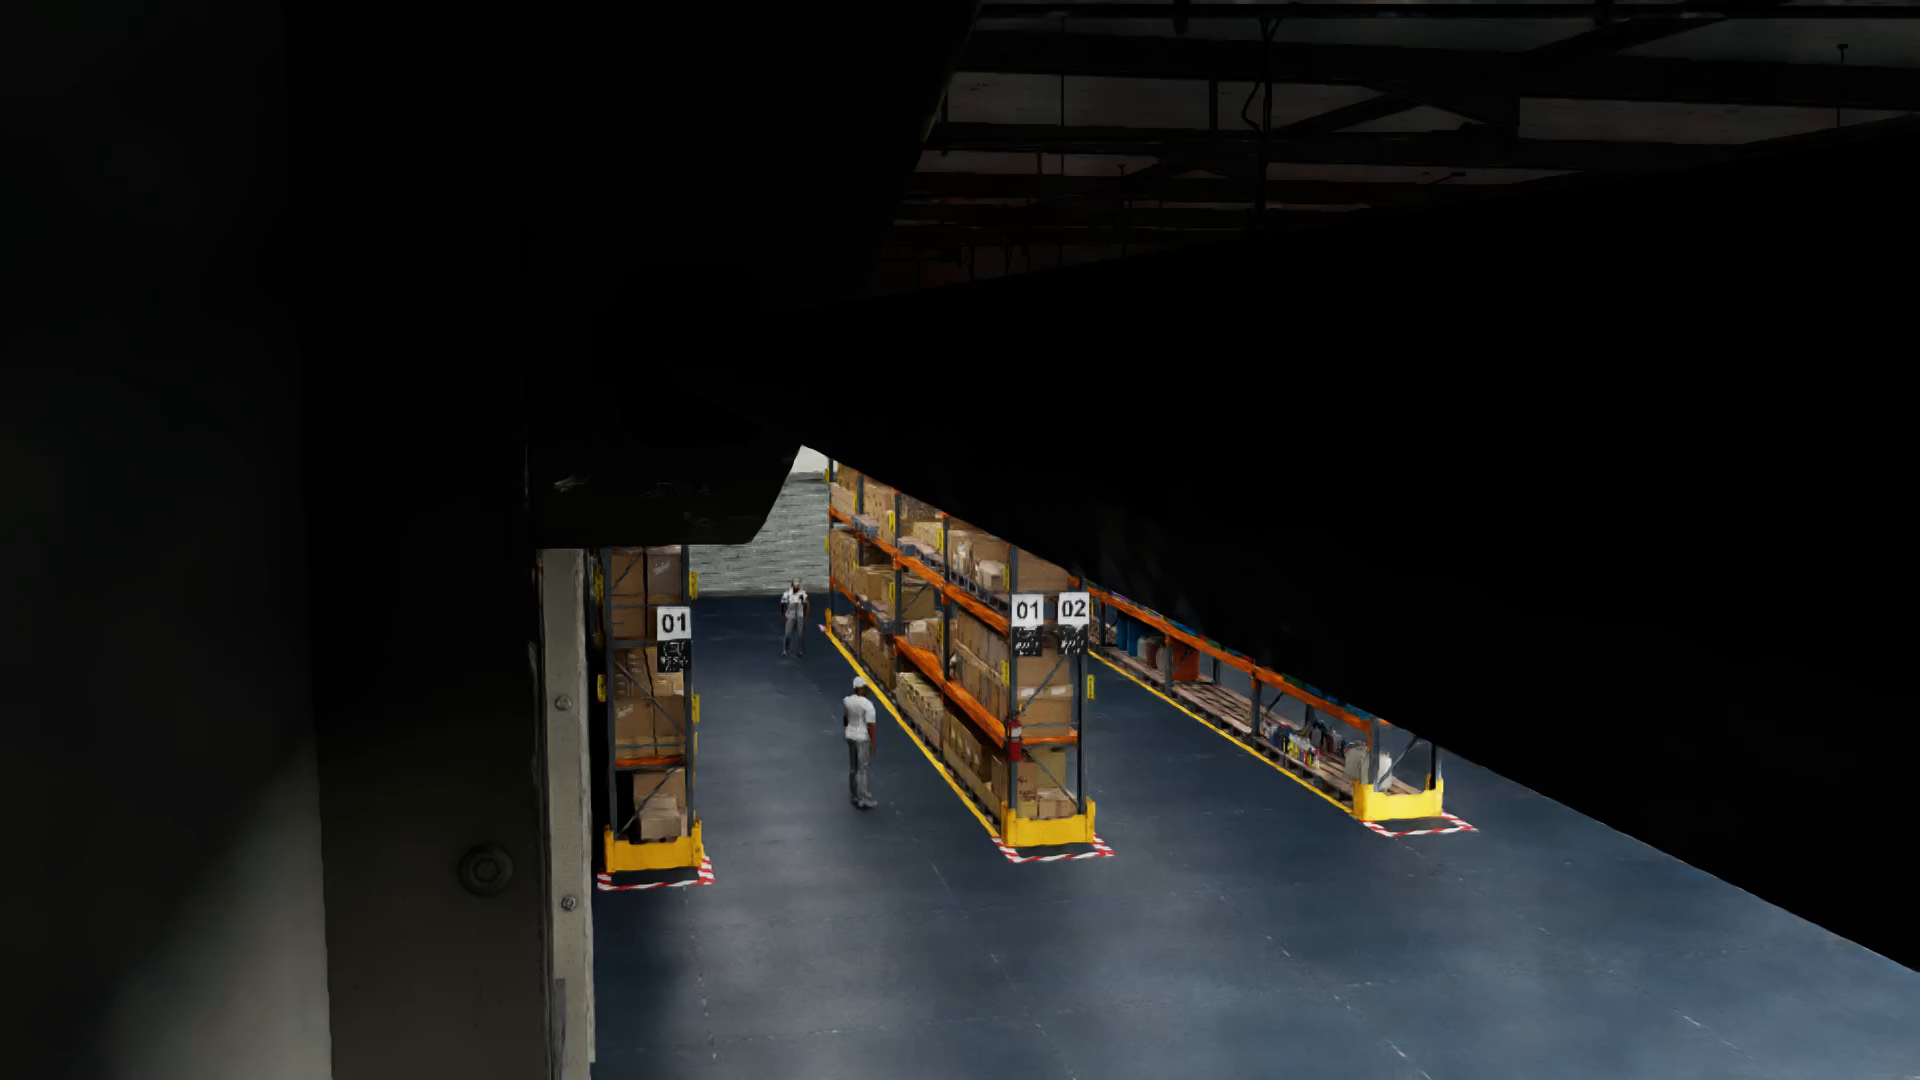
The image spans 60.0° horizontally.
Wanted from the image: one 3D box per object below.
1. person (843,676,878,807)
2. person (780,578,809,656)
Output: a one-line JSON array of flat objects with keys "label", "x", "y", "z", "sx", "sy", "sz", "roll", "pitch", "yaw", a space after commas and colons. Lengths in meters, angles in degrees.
[{"label": "person", "x": -1.333, "y": 2.736, "z": 22.832, "sx": 0.452, "sy": 1.759, "sz": 0.632, "roll": -6, "pitch": 9, "yaw": -42}, {"label": "person", "x": -3.335, "y": 1.547, "z": 33.587, "sx": 0.592, "sy": 1.629, "sz": 0.531, "roll": -2, "pitch": 7, "yaw": -14}]
